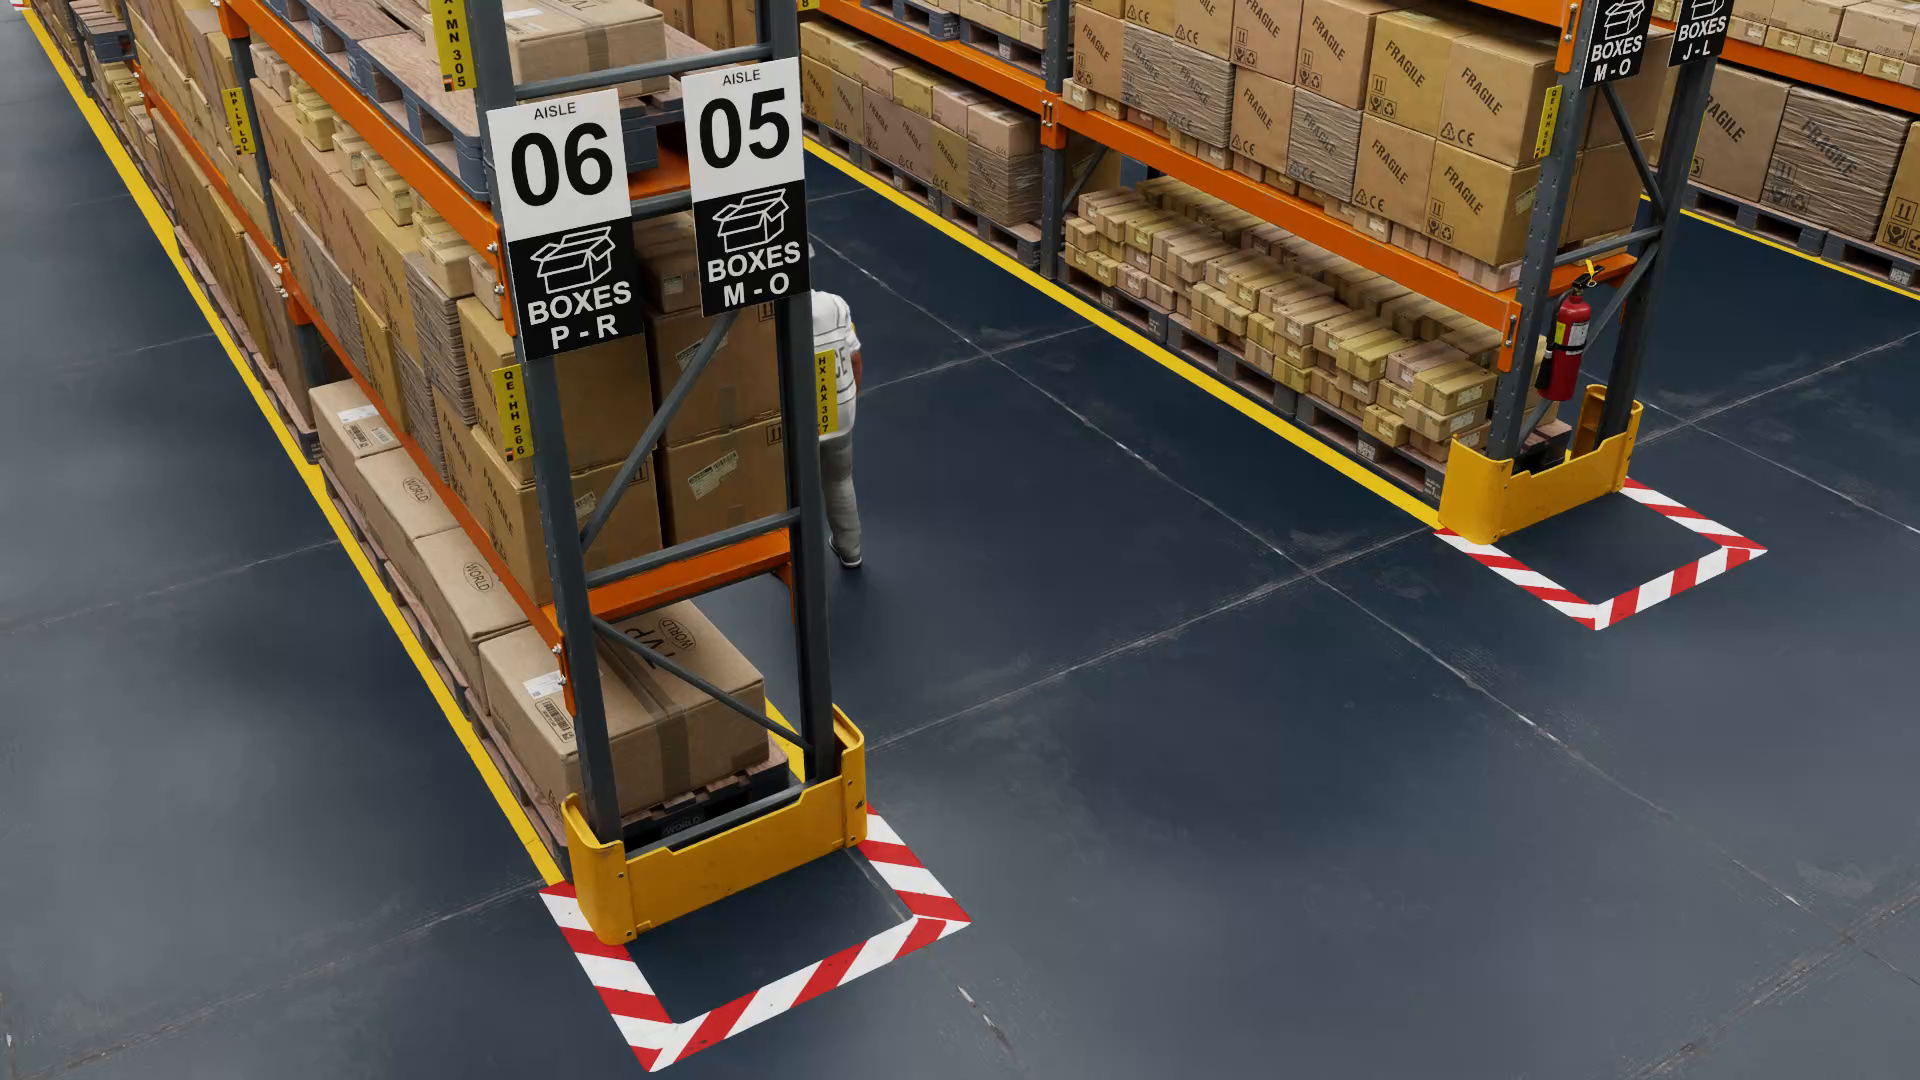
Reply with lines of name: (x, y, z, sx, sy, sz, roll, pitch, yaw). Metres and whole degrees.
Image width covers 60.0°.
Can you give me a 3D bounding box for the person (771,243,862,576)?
person: (-0.734, -0.588, 8.056, 0.586, 1.748, 0.436, -19, 37, -27)
